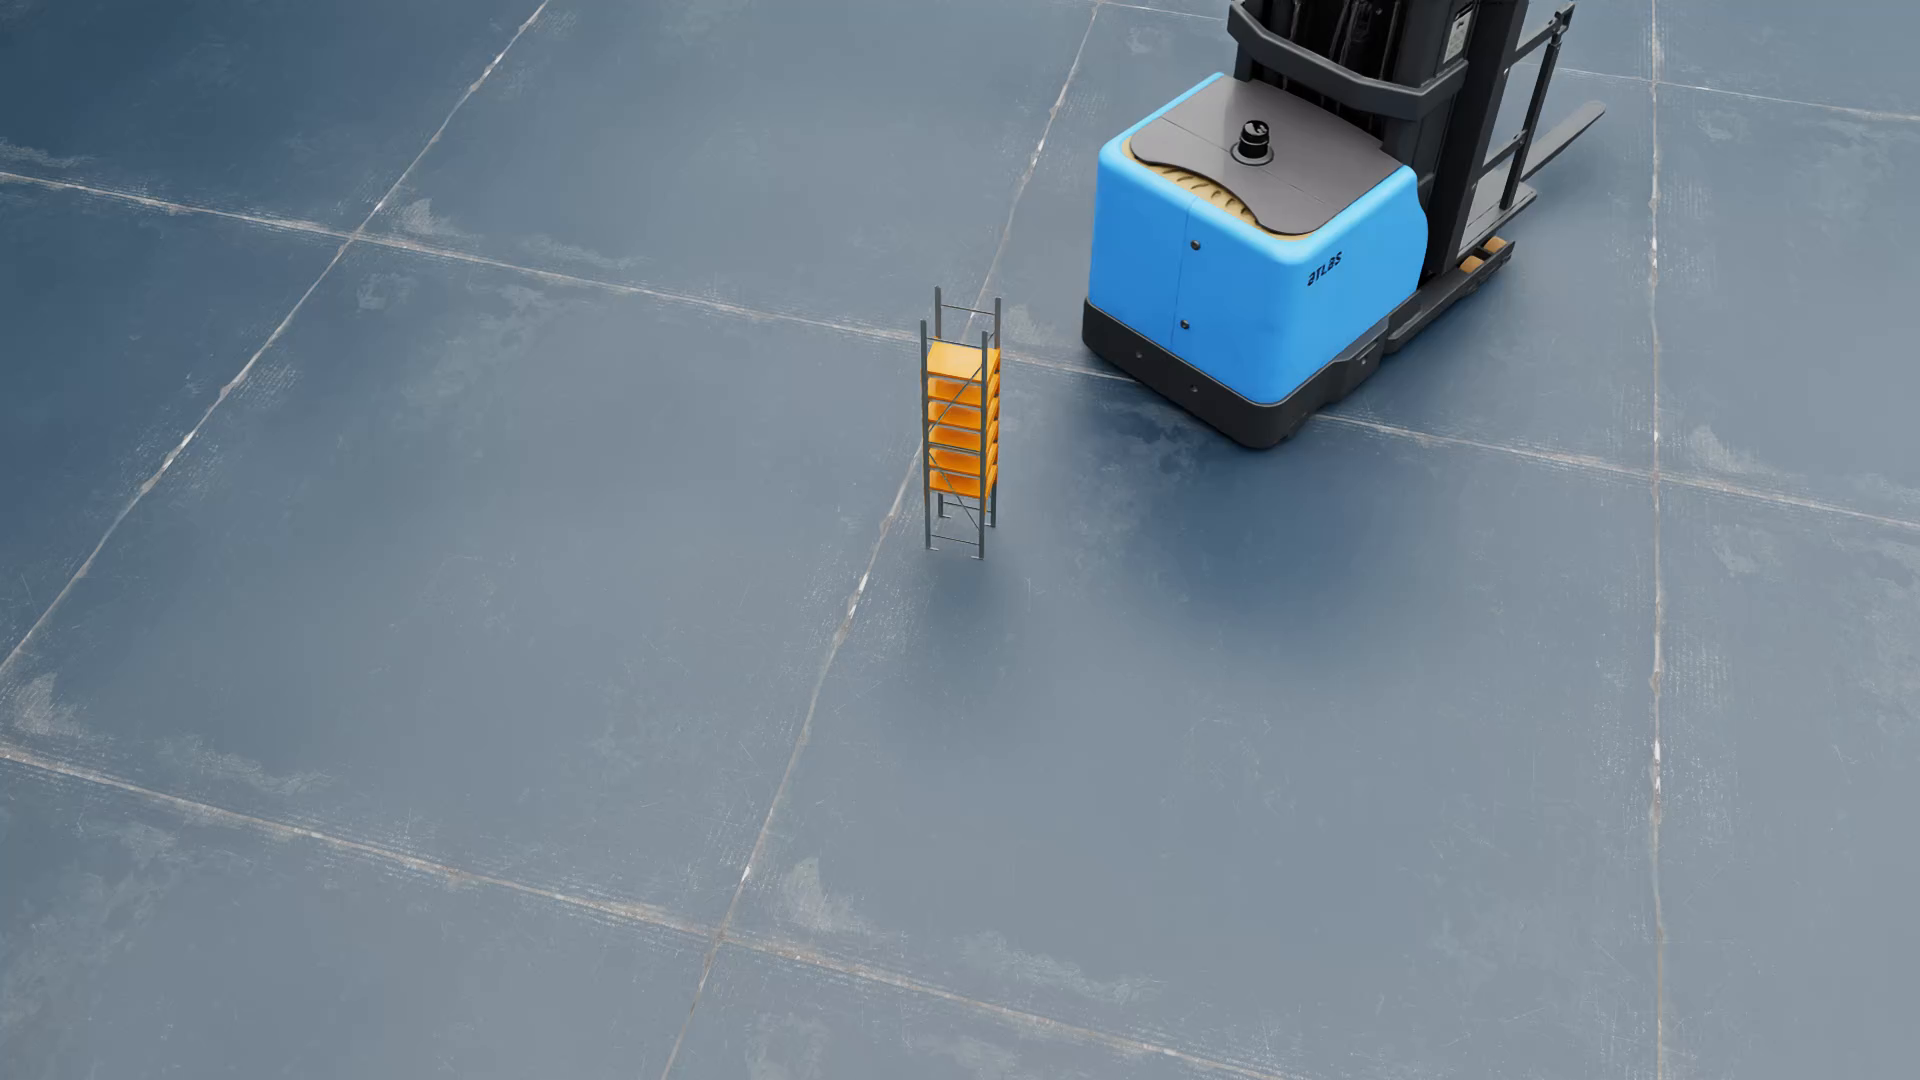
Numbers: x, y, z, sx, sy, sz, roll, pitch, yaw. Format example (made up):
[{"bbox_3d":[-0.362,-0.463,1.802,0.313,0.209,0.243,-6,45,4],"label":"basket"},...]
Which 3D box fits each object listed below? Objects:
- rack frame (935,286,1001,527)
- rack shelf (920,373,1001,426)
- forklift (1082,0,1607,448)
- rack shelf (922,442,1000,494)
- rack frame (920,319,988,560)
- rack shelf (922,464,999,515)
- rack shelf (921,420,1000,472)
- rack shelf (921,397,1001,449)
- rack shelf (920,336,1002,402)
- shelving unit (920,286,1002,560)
[{"bbox_3d":[0.028,-0.474,6.287,0.240,1.200,0.006,12,50,10],"label":"rack frame"},{"bbox_3d":[0.004,-0.537,6.082,0.258,0.103,0.180,12,50,10],"label":"rack shelf"},{"bbox_3d":[1.929,-2.357,6.794,1.130,2.935,3.031,36,58,28],"label":"forklift"},{"bbox_3d":[0.004,-0.299,6.352,0.258,0.103,0.180,12,50,10],"label":"rack shelf"},{"bbox_3d":[-0.020,-0.341,6.170,0.240,1.200,0.006,12,50,10],"label":"rack frame"},{"bbox_3d":[0.004,-0.219,6.442,0.258,0.103,0.180,12,50,10],"label":"rack shelf"},{"bbox_3d":[0.004,-0.378,6.262,0.258,0.103,0.180,12,50,10],"label":"rack shelf"},{"bbox_3d":[0.004,-0.458,6.172,0.258,0.103,0.180,12,50,10],"label":"rack shelf"},{"bbox_3d":[0.004,-0.616,5.992,0.258,0.103,0.180,12,50,10],"label":"rack shelf"},{"bbox_3d":[0.004,-0.407,6.228,0.258,1.200,0.189,12,50,10],"label":"shelving unit"}]
